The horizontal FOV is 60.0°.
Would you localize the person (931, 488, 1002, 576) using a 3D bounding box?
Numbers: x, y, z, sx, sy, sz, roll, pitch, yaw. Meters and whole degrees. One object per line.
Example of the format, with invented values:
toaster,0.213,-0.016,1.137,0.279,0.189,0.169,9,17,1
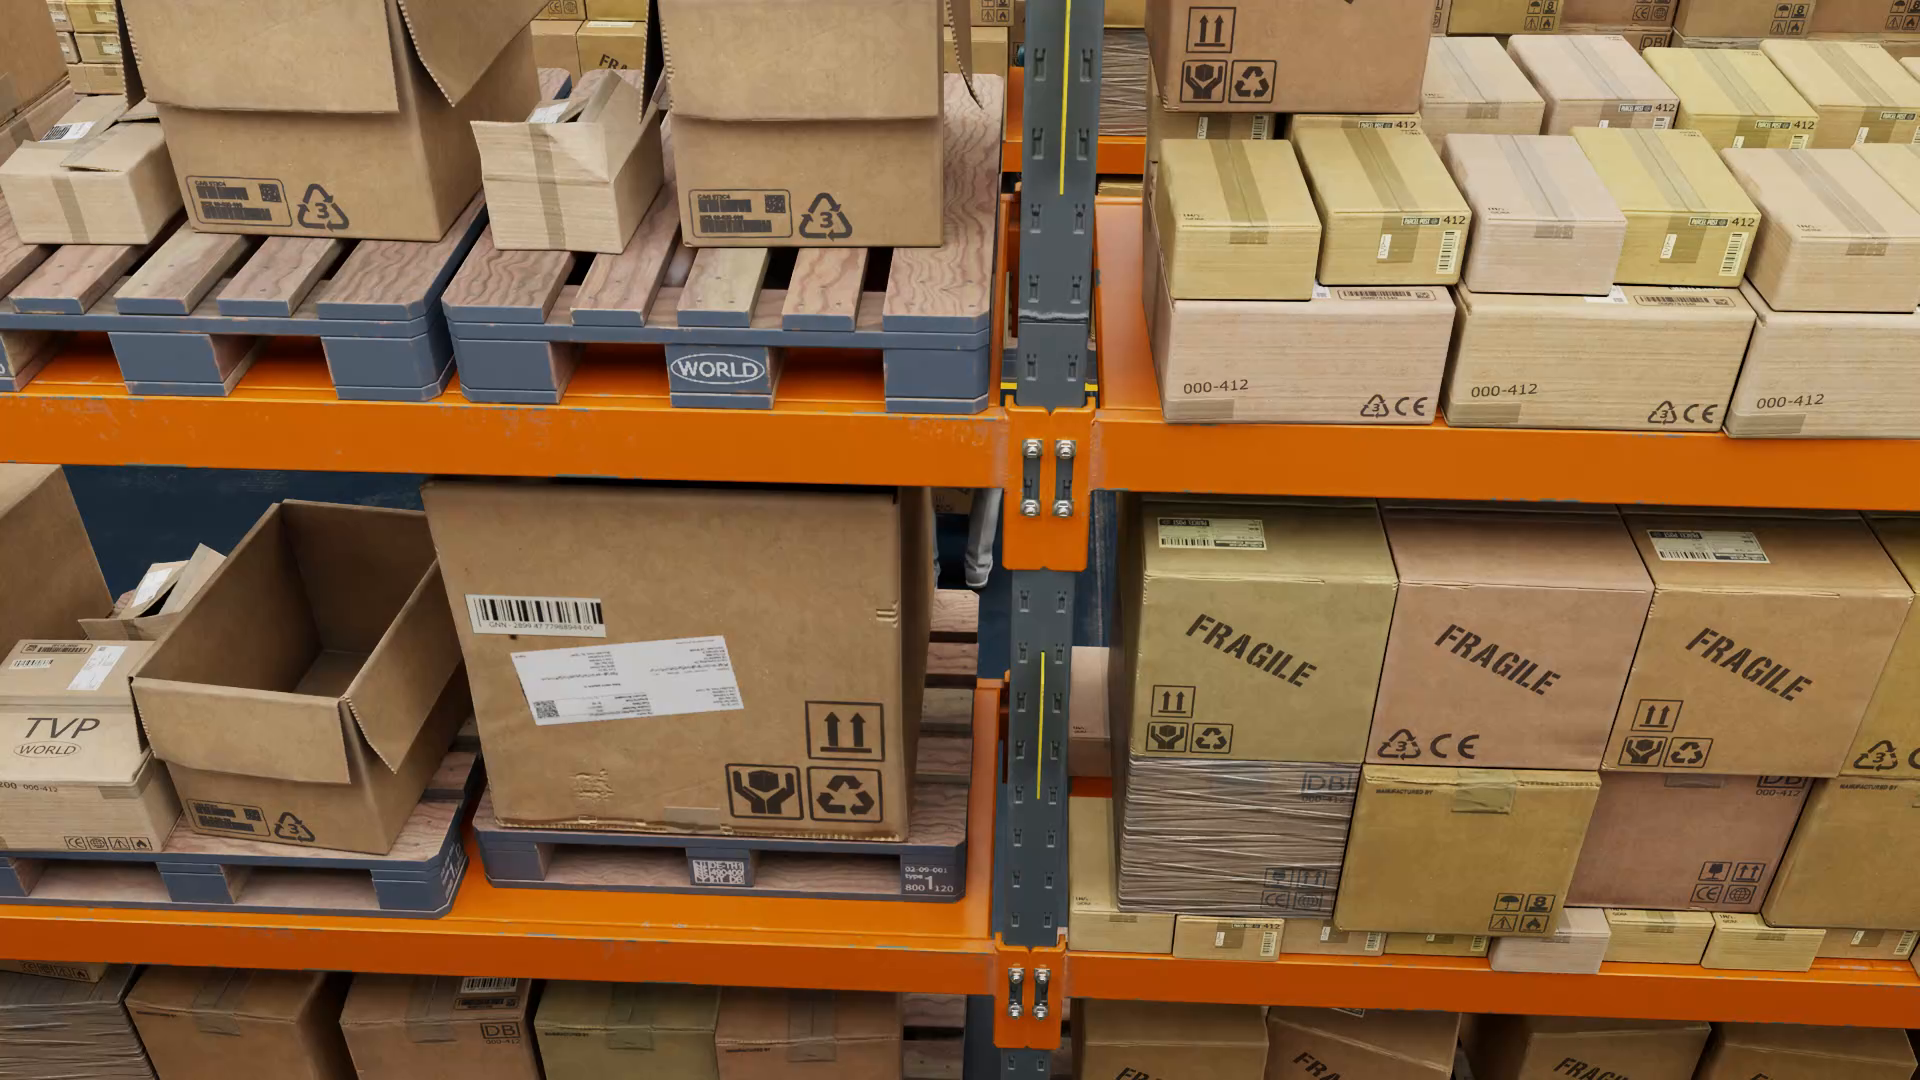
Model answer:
person,-0.032,-0.326,7.189,0.441,0.829,0.880,0,36,0
